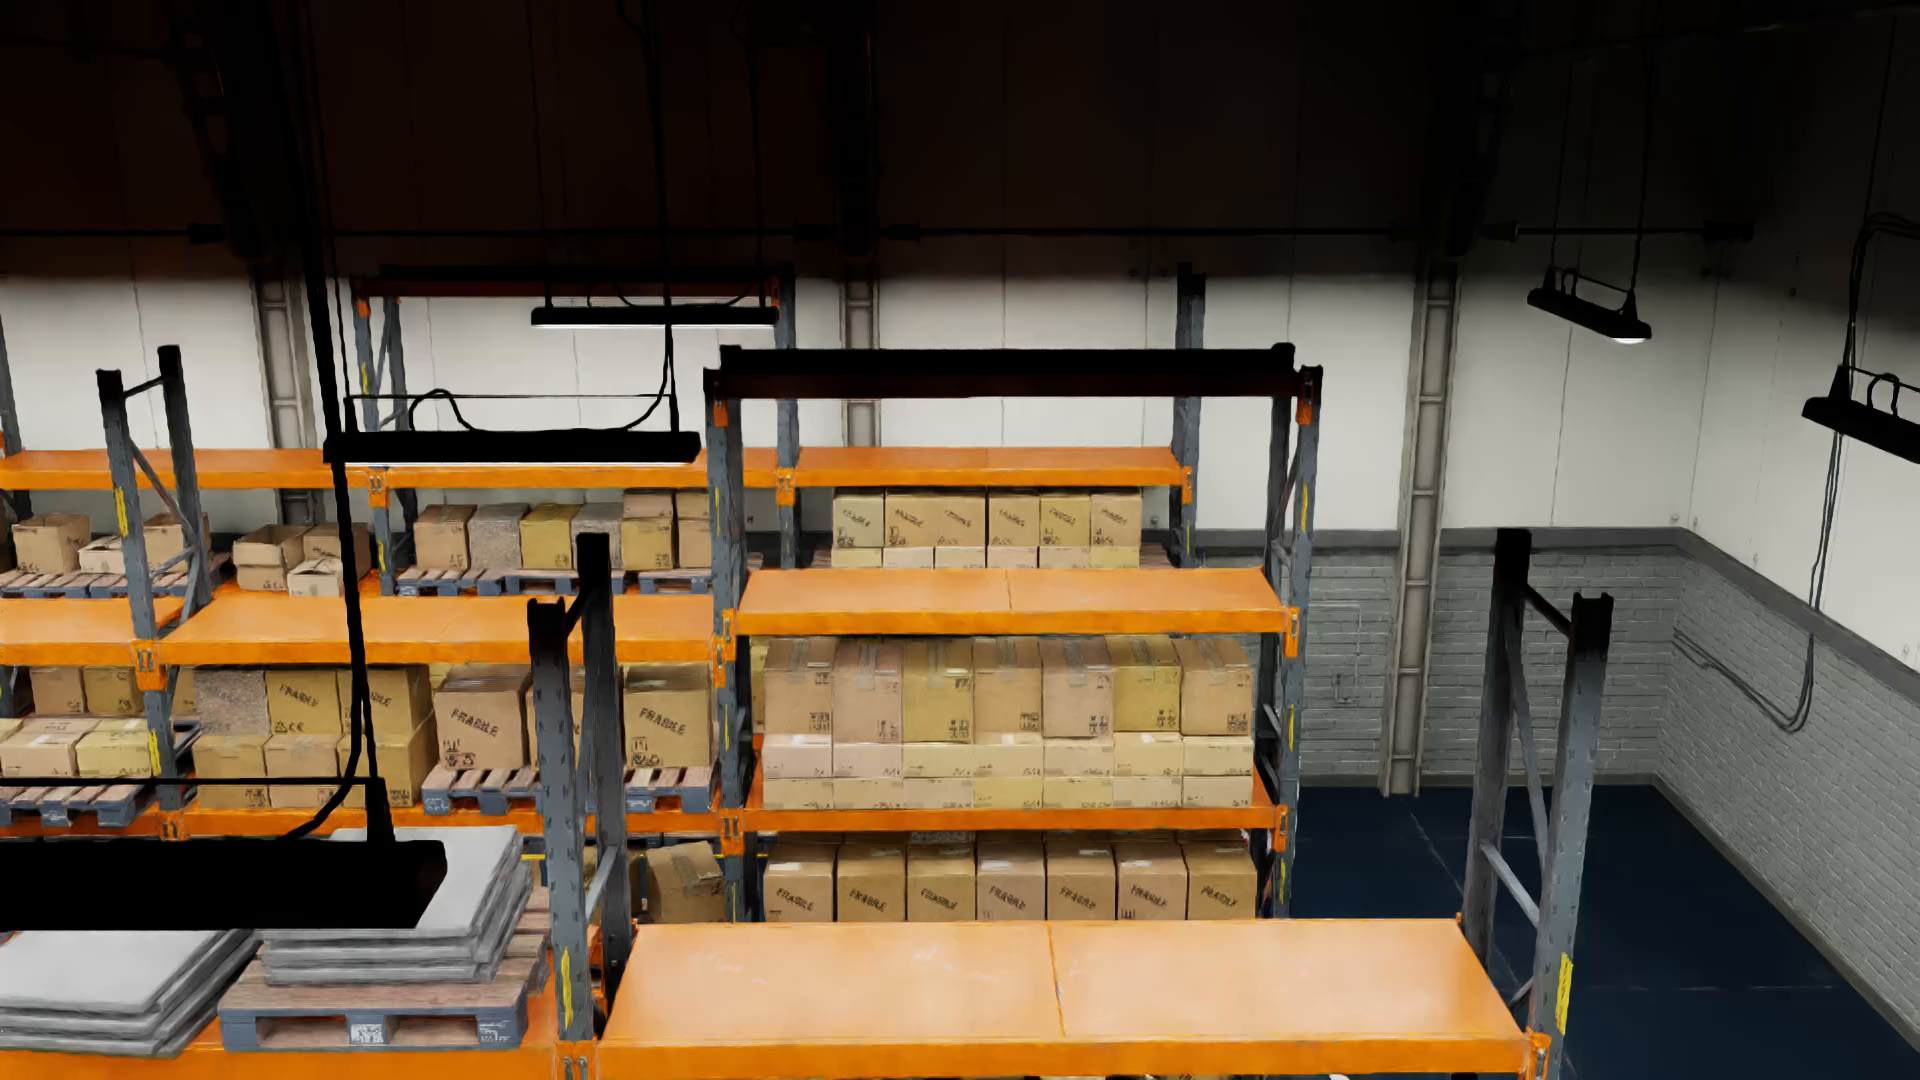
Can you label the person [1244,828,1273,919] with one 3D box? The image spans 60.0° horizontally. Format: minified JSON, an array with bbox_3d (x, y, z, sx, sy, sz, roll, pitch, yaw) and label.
[{"bbox_3d":[2.769,3.137,14.973,0.517,1.596,0.625,-1,16,-2],"label":"person"}]
